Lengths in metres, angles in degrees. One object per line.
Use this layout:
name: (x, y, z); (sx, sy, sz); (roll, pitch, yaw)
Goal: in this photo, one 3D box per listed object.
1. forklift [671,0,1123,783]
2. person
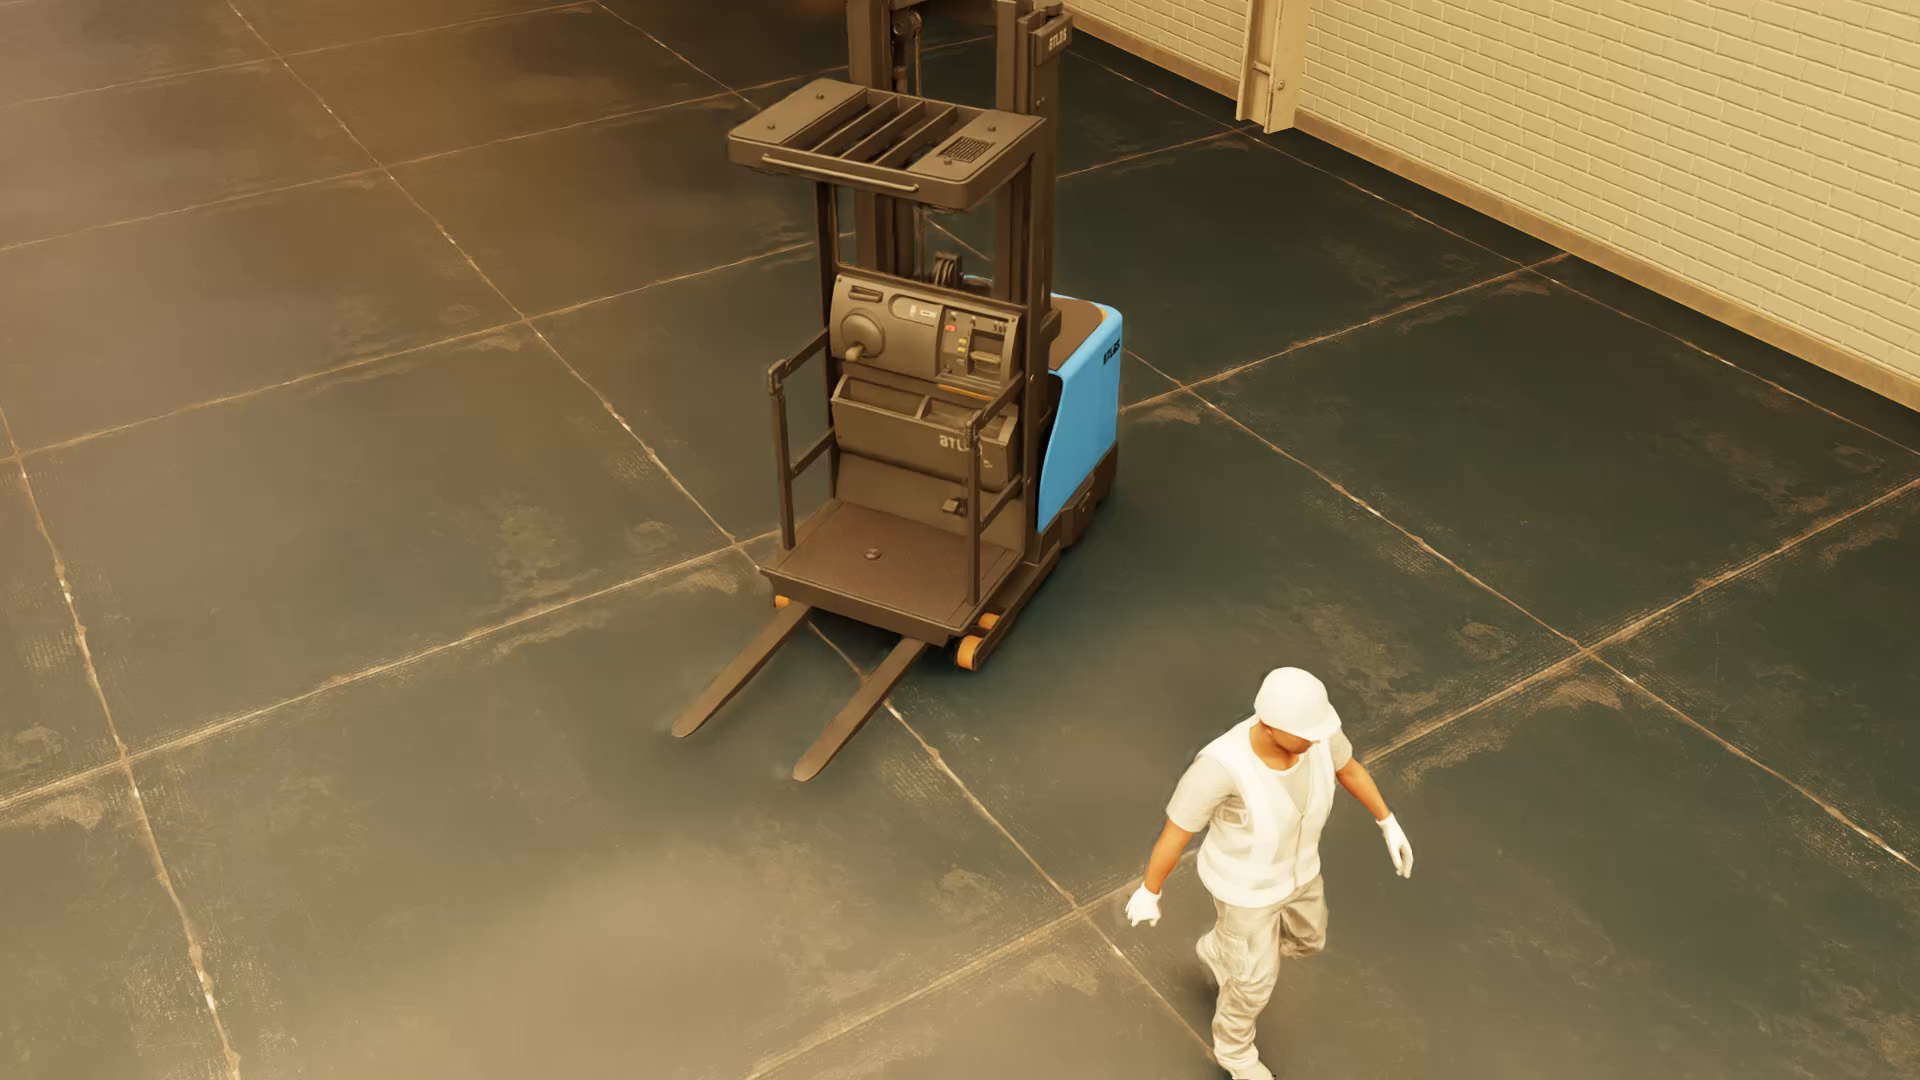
forklift: (-0.263, -0.878, 7.397); (1.130, 2.935, 3.031); (16, 38, 22)
person: (1.009, 1.115, 5.576); (0.864, 1.764, 0.649); (-25, 42, -31)
